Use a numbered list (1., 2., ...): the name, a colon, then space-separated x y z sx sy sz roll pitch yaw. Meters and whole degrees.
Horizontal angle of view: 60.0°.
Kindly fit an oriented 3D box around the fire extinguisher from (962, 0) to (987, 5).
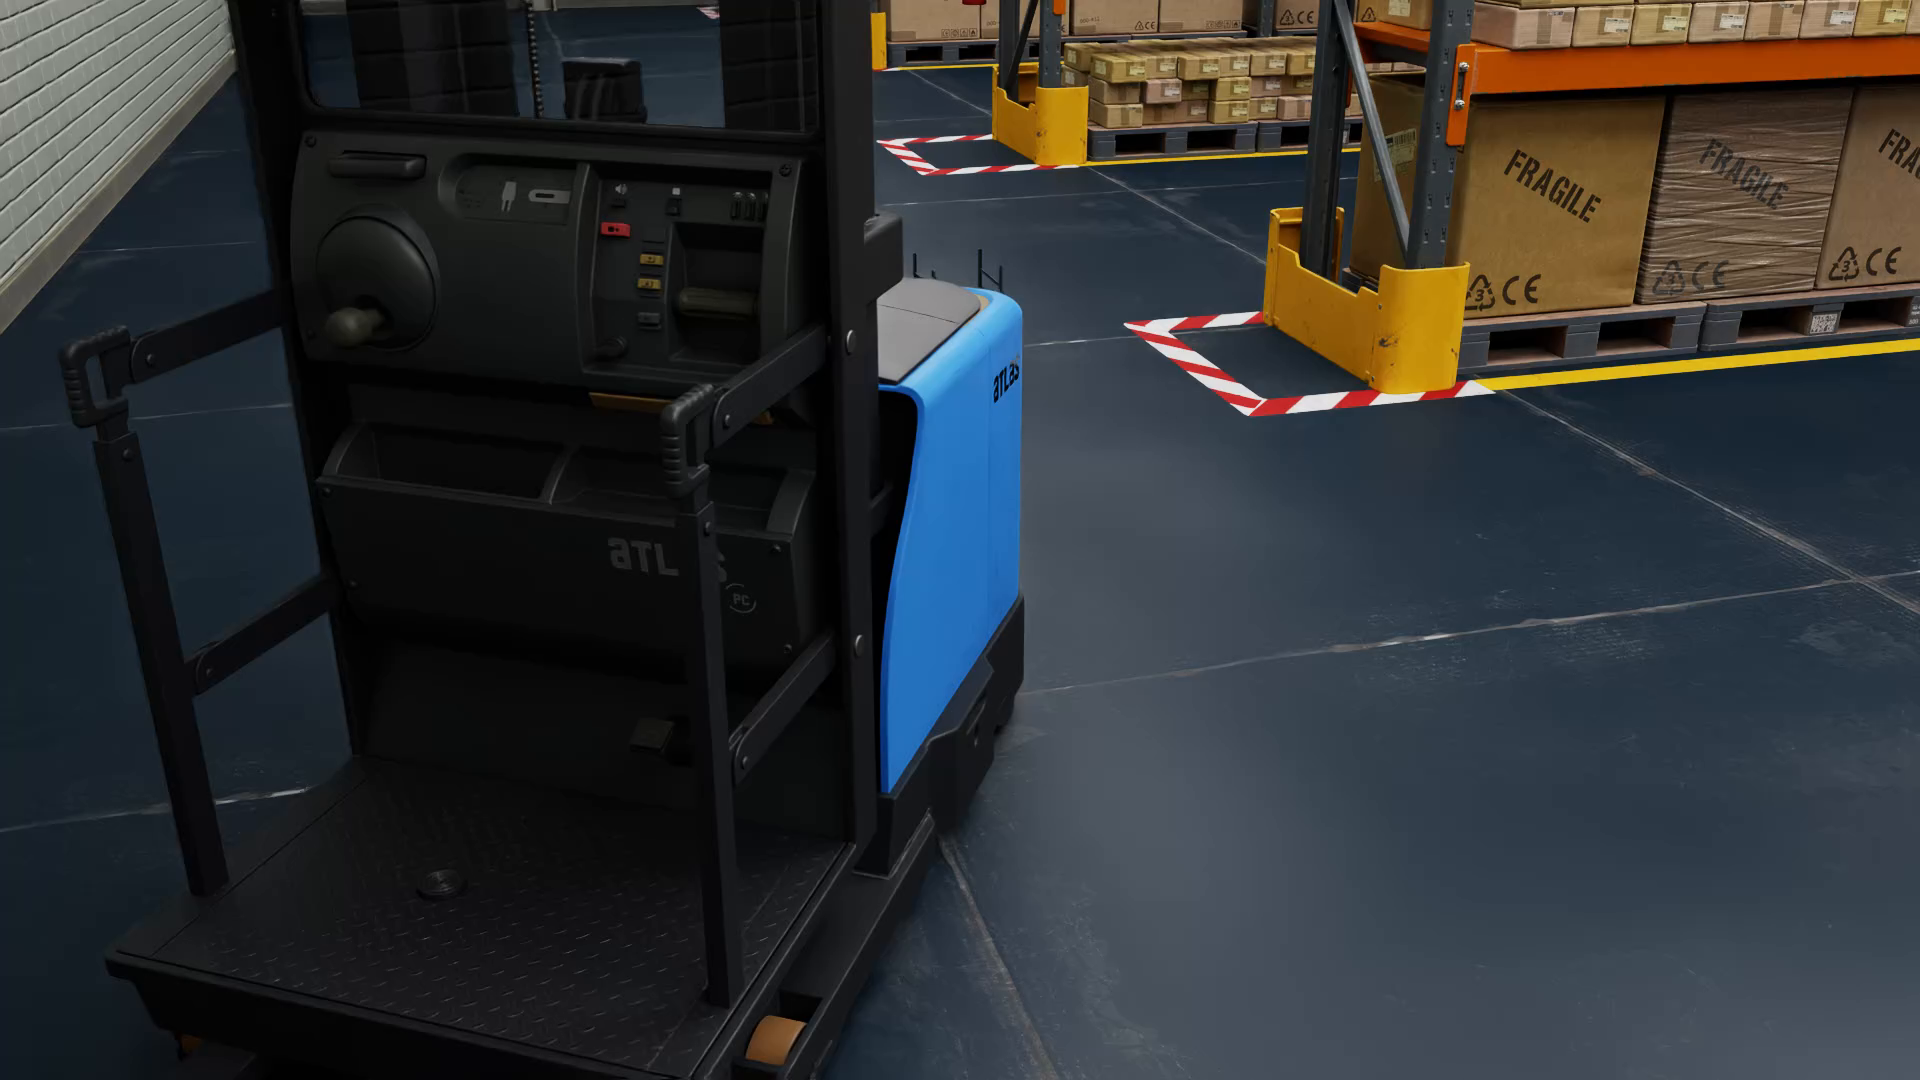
1. fire extinguisher: 0.099 -4.026 11.400 0.183 0.674 0.296 -6 24 -14

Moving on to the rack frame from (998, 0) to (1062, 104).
1. rack frame: 0.466 -4.085 10.966 0.127 3.000 1.000 -6 24 -14

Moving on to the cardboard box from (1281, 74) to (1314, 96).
1. cardboard box: 2.287 -3.225 11.668 0.250 0.149 0.380 -5 24 -12

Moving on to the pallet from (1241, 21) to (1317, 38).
1. pallet: 3.606 -5.209 17.122 1.213 0.211 1.003 -6 24 -14

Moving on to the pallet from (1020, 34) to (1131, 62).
1. pallet: 0.953 -4.915 16.438 1.213 0.211 1.003 -6 24 -14

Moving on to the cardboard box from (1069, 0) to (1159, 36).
1. cardboard box: 1.388 -5.273 16.452 0.875 0.438 0.875 -7 24 -16

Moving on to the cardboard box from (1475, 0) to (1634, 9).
1. cardboard box: 2.244 -2.207 6.403 0.500 0.250 0.500 -7 24 -16

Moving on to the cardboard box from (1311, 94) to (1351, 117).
1. cardboard box: 2.543 -3.072 11.688 0.250 0.149 0.380 -6 24 -14

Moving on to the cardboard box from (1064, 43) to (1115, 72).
1. cardboard box: 0.908 -3.394 11.683 0.250 0.149 0.380 -6 24 -14

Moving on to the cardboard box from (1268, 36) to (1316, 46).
1. cardboard box: 2.419 -3.552 12.053 0.250 0.149 0.380 -6 24 -14

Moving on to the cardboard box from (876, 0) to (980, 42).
1. cardboard box: -0.360 -5.077 15.995 0.875 0.438 0.875 -7 24 -16

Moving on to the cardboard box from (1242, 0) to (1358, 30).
1. cardboard box: 3.459 -5.692 16.874 0.875 0.875 0.875 -6 24 -13

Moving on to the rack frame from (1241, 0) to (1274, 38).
1. rack frame: 2.883 -6.379 16.314 0.127 3.000 1.000 -6 24 -14

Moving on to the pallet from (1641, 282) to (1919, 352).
1. pallet: 3.630 -1.153 7.669 1.213 0.211 1.003 -6 24 -14

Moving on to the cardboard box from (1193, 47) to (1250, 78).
1. cardboard box: 1.789 -3.279 11.416 0.250 0.149 0.380 -8 24 -17

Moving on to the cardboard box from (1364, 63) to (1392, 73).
1. cardboard box: 2.810 -3.364 11.613 0.250 0.149 0.380 -7 24 -16

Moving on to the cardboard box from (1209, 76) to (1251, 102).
1. cardboard box: 1.807 -3.116 11.414 0.250 0.149 0.380 -6 24 -13

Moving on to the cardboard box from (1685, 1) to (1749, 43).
1. cardboard box: 2.884 -2.072 6.592 0.250 0.149 0.380 -7 24 -15

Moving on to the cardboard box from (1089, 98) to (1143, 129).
1. cardboard box: 1.057 -2.902 11.292 0.250 0.149 0.380 -6 24 -13

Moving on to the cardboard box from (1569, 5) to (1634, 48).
1. cardboard box: 2.387 -2.016 6.463 0.250 0.149 0.380 -7 24 -15

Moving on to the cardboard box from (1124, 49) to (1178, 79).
1. cardboard box: 1.296 -3.243 11.332 0.250 0.149 0.380 -6 24 -13

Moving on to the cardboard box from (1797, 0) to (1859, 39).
1. cardboard box: 3.377 -2.126 6.719 0.250 0.149 0.380 -7 24 -15

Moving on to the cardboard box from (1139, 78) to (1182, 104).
1. cardboard box: 1.319 -3.070 11.307 0.250 0.149 0.380 -6 24 -15

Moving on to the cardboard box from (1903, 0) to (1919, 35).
1. cardboard box: 3.873 -2.181 6.847 0.250 0.149 0.380 -6 24 -14

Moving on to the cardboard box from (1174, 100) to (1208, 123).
1. cardboard box: 1.525 -2.990 11.497 0.250 0.149 0.380 -6 24 -14

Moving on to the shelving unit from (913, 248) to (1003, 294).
1. shelving unit: -0.008 -0.413 5.071 0.210 0.900 0.258 -6 24 -14

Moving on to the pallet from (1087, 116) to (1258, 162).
1. pallet: 1.331 -2.885 11.705 1.213 0.211 1.003 -6 24 -14

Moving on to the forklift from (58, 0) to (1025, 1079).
1. forklift: -0.764 -0.447 2.576 1.130 2.935 3.031 7 24 16

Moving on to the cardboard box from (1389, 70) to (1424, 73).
1. cardboard box: 3.082 -3.283 11.804 0.250 0.149 0.380 -6 24 -13

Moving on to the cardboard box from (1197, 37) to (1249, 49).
1. cardboard box: 1.890 -3.528 11.996 0.250 0.149 0.380 -5 24 -12

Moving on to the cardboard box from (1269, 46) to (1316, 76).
1. cardboard box: 2.324 -3.316 11.501 0.250 0.149 0.380 -6 24 -14

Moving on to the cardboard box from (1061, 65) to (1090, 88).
1. cardboard box: 0.898 -3.269 11.770 0.250 0.149 0.380 -7 24 -16

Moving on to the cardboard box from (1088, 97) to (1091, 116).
1. cardboard box: 0.917 -3.103 11.760 0.250 0.149 0.380 -6 24 -13

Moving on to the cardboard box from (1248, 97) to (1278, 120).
1. cardboard box: 2.020 -3.039 11.611 0.250 0.149 0.380 -6 24 -14

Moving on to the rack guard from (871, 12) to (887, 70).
1. rack guard: -0.991 -4.802 15.807 0.348 0.500 1.175 -6 24 -14

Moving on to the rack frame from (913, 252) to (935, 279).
1. rack frame: -0.106 -0.402 5.045 0.006 0.900 0.240 -6 24 -14

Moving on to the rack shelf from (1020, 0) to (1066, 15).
1. rack shelf: 2.392 -3.967 11.604 4.000 0.370 1.077 -6 24 -14

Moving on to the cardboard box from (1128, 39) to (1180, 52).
1. cardboard box: 1.380 -3.474 11.872 0.250 0.149 0.380 -7 24 -16

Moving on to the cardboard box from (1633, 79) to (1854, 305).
1. cardboard box: 3.180 -1.603 7.344 0.875 0.875 0.875 -6 24 -14

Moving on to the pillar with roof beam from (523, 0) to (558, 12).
1. pillar with roof beam: -3.989 -9.015 14.848 0.400 9.000 9.100 -6 24 -14
